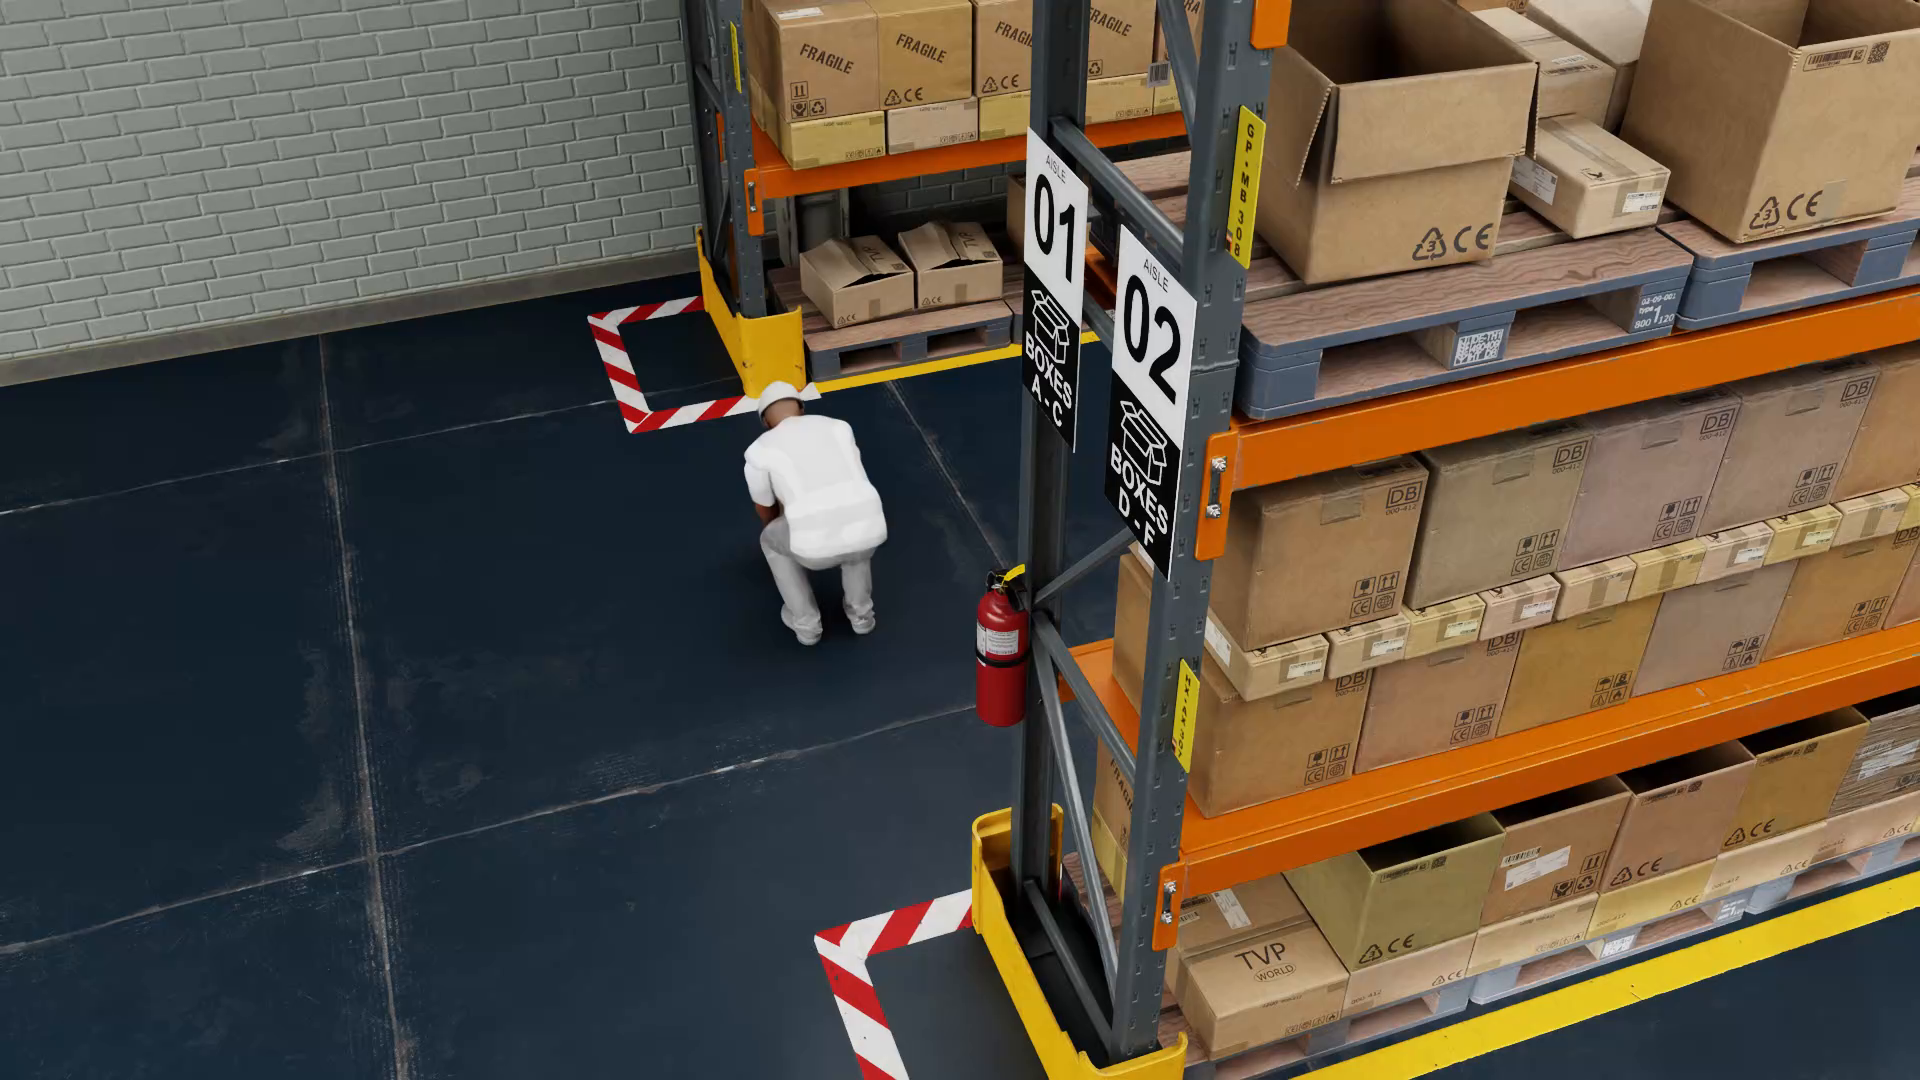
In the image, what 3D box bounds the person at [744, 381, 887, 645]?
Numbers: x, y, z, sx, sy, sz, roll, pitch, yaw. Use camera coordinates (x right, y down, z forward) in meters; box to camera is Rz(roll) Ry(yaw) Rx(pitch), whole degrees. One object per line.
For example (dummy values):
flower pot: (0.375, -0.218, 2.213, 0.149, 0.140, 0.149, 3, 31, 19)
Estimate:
person: (-0.671, -0.104, 7.526, 0.527, 1.009, 0.940, -14, 40, -17)
